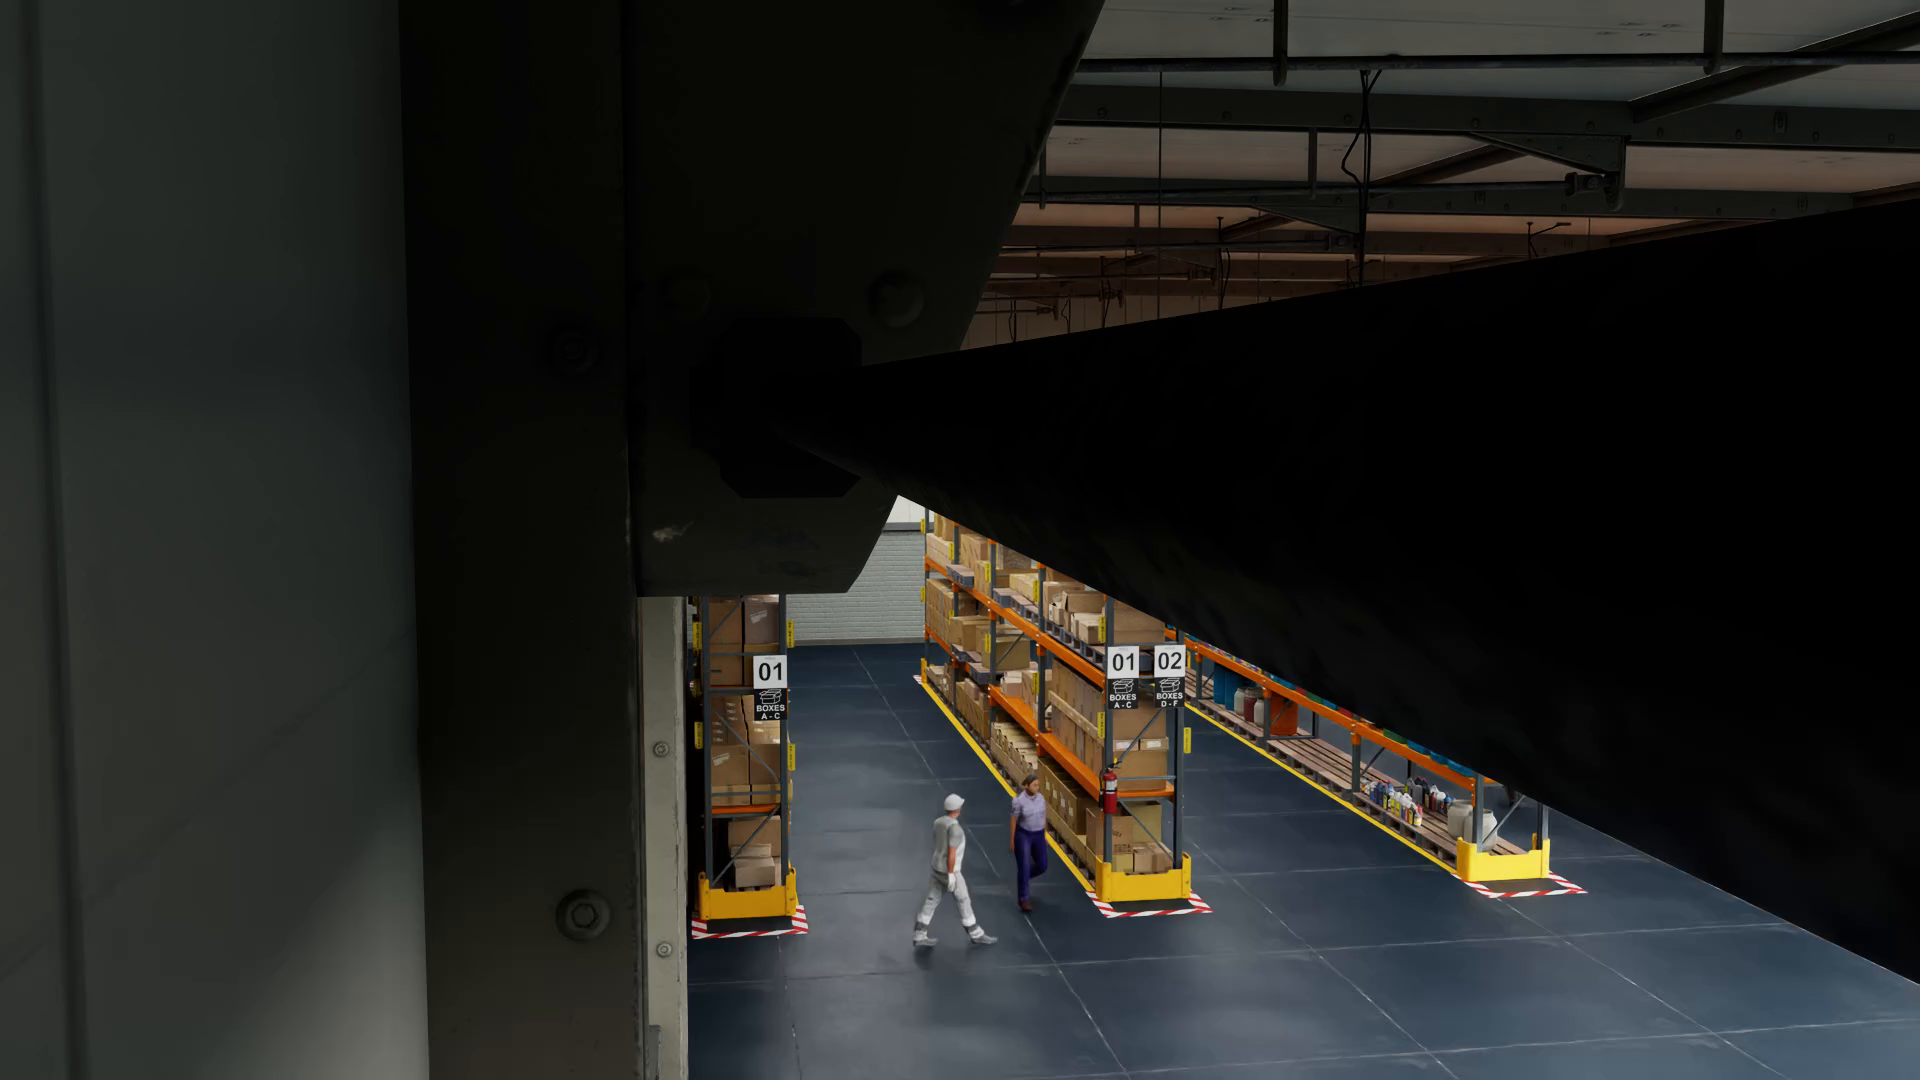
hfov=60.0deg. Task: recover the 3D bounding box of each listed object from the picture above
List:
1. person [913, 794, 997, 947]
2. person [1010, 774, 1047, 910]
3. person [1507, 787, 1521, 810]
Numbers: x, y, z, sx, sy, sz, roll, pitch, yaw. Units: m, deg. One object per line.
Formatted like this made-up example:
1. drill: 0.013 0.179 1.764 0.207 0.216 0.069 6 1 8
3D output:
1. person: -0.074 3.763 19.014 0.966 1.728 0.627 -2 5 -20
2. person: 0.839 3.692 20.614 0.509 1.632 0.655 -3 6 -32
3. person: 8.466 3.253 25.496 0.597 1.694 0.617 0 5 2
